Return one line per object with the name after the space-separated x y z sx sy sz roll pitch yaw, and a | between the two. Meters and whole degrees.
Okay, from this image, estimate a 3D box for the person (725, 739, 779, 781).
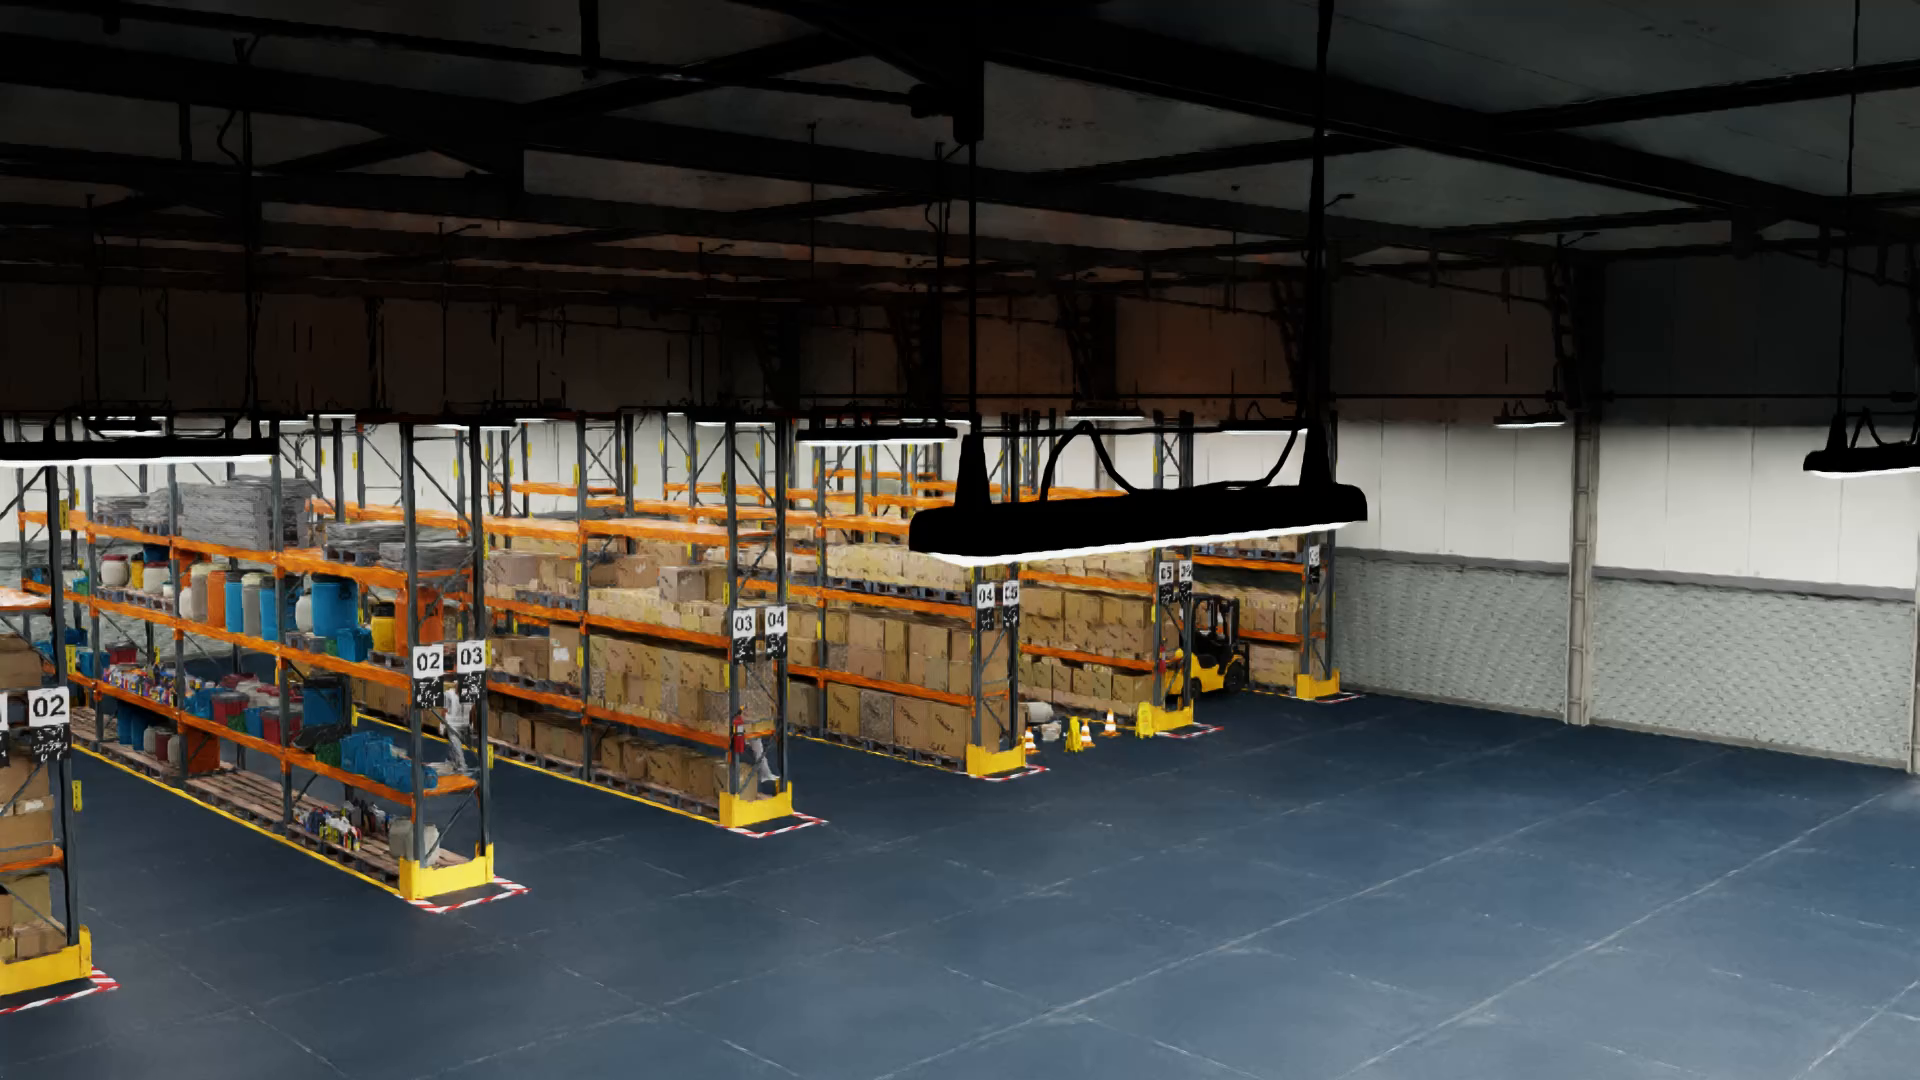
-3.495 3.097 27.213 1.185 1.696 0.589 5 7 44 | person

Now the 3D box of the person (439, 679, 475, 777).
-8.322 3.061 27.707 1.118 1.707 0.563 5 7 43 | person
